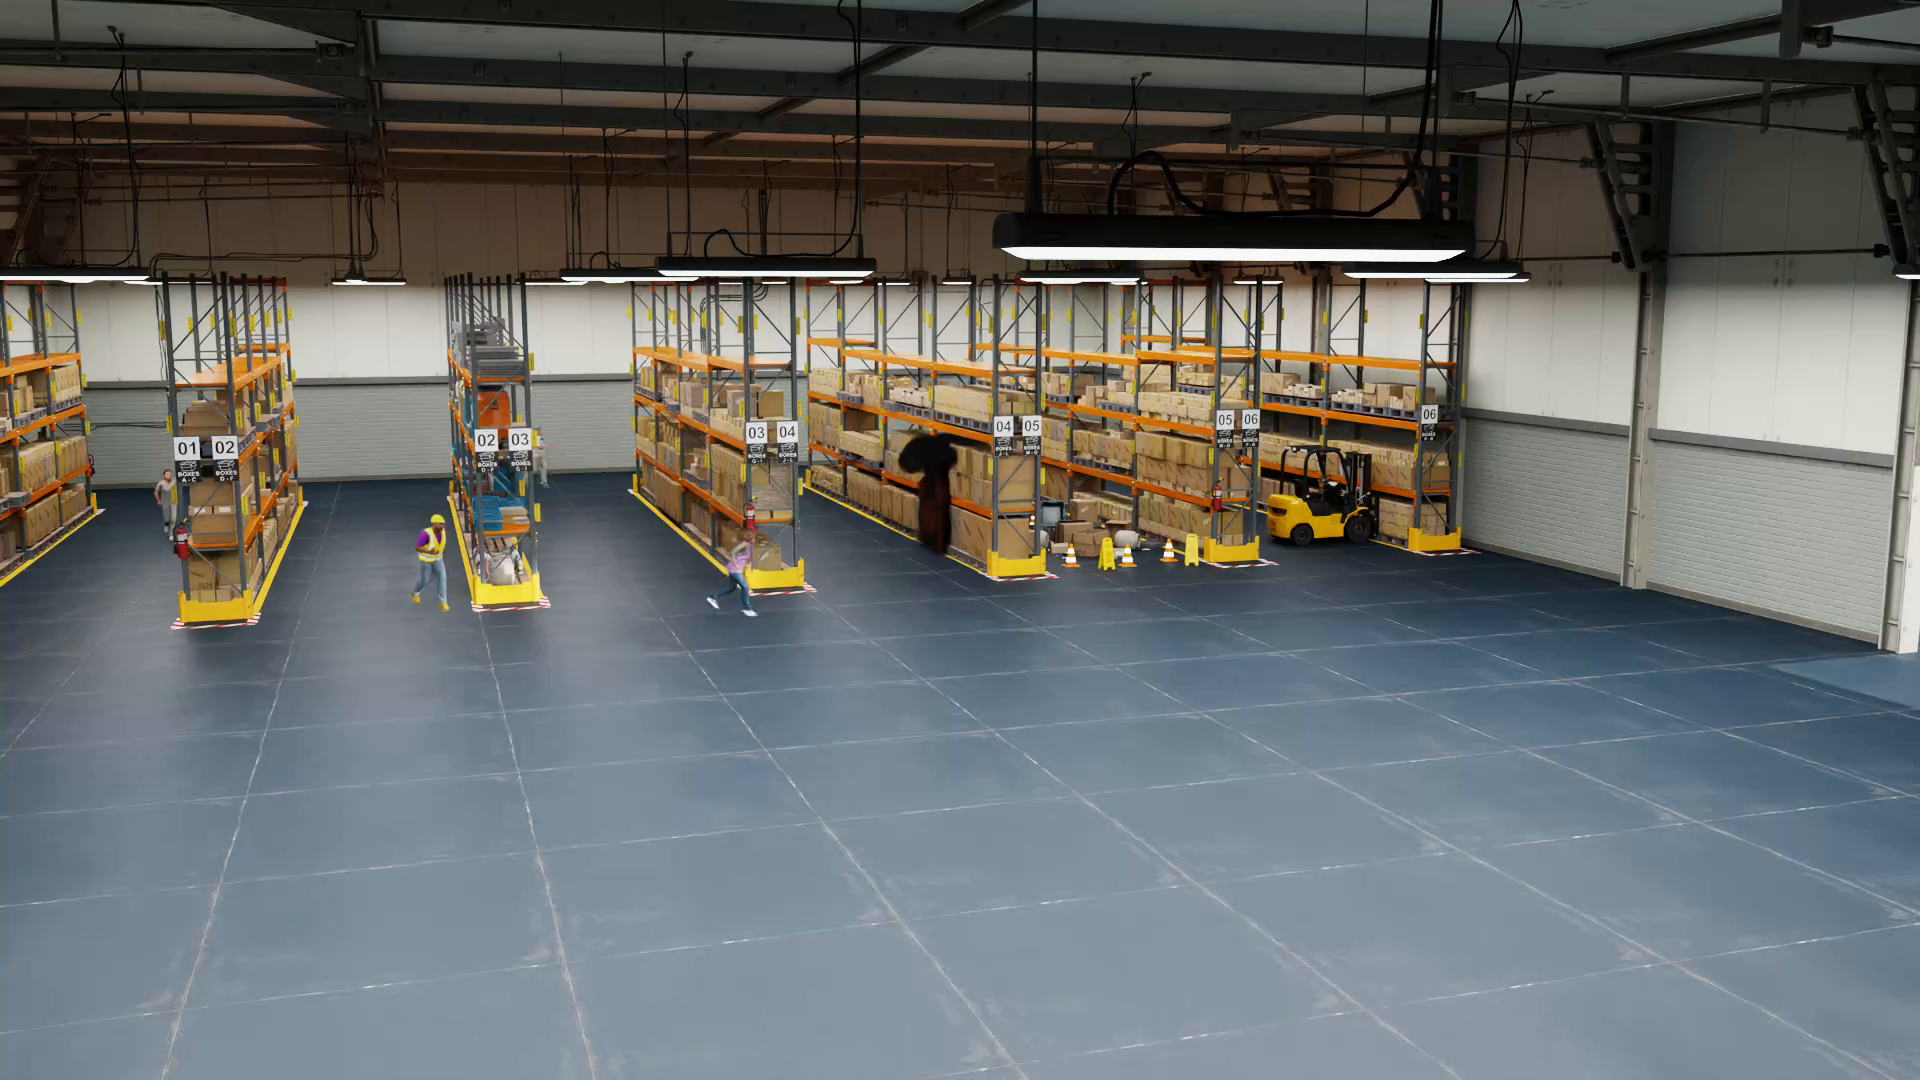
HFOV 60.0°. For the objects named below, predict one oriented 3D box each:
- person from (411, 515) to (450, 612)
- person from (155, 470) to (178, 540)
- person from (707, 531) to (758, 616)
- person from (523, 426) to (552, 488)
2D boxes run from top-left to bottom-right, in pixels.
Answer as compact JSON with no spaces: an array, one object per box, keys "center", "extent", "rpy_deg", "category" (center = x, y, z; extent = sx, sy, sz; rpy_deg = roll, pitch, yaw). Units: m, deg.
[{"center":[-9.543,0.386,29.920],"extent":[1.052,1.732,0.731],"rpy_deg":[6,11,36],"category":"person"},{"center":[-18.203,-0.827,38.275],"extent":[0.578,1.625,0.616],"rpy_deg":[-5,10,-32],"category":"person"},{"center":[-4.022,0.599,29.214],"extent":[0.911,1.547,0.569],"rpy_deg":[1,9,9],"category":"person"},{"center":[-12.200,-2.377,47.939],"extent":[0.888,1.833,0.649],"rpy_deg":[-2,9,-11],"category":"person"}]
